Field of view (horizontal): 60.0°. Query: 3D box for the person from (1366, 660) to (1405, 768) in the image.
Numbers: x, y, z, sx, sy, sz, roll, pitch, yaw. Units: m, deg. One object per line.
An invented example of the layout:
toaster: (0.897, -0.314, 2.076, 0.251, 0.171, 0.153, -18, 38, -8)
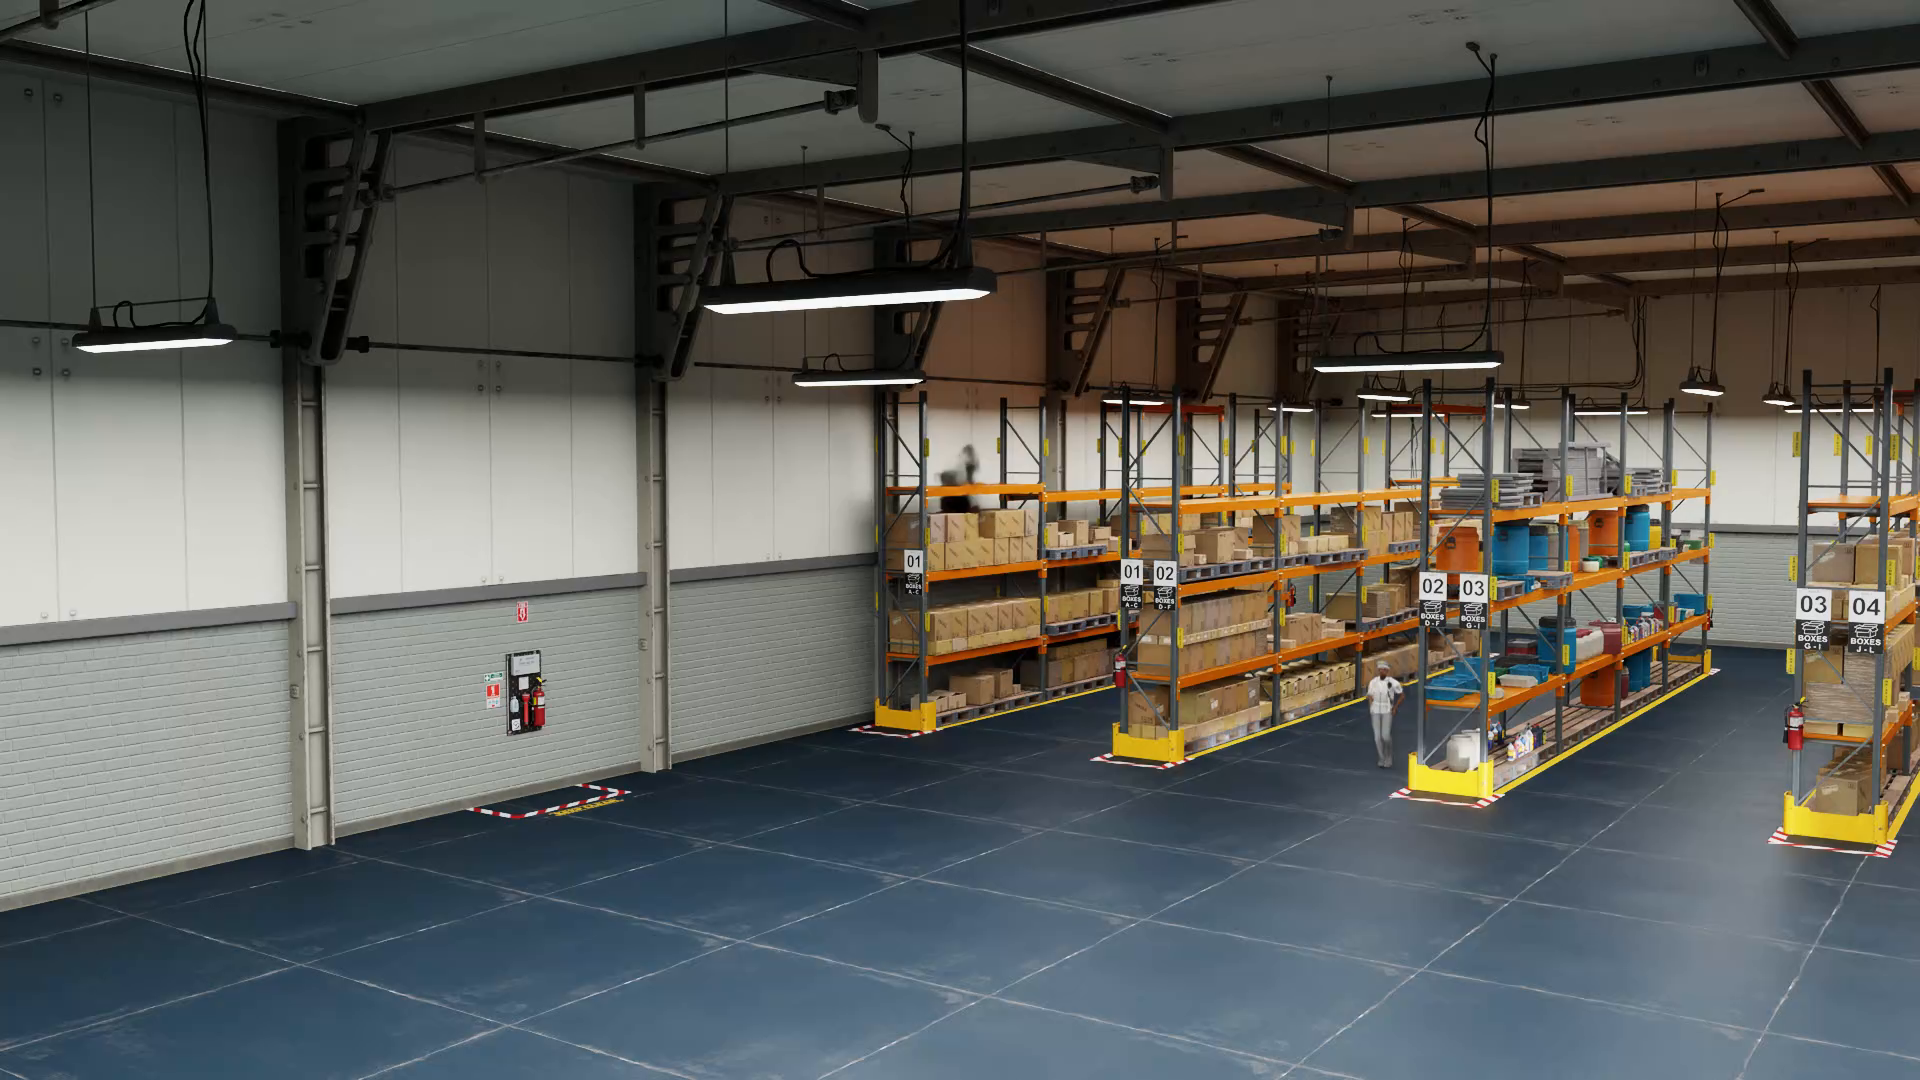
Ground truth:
person: (6.597, 2.724, 25.968, 0.560, 1.680, 0.598, 2, 4, 31)
